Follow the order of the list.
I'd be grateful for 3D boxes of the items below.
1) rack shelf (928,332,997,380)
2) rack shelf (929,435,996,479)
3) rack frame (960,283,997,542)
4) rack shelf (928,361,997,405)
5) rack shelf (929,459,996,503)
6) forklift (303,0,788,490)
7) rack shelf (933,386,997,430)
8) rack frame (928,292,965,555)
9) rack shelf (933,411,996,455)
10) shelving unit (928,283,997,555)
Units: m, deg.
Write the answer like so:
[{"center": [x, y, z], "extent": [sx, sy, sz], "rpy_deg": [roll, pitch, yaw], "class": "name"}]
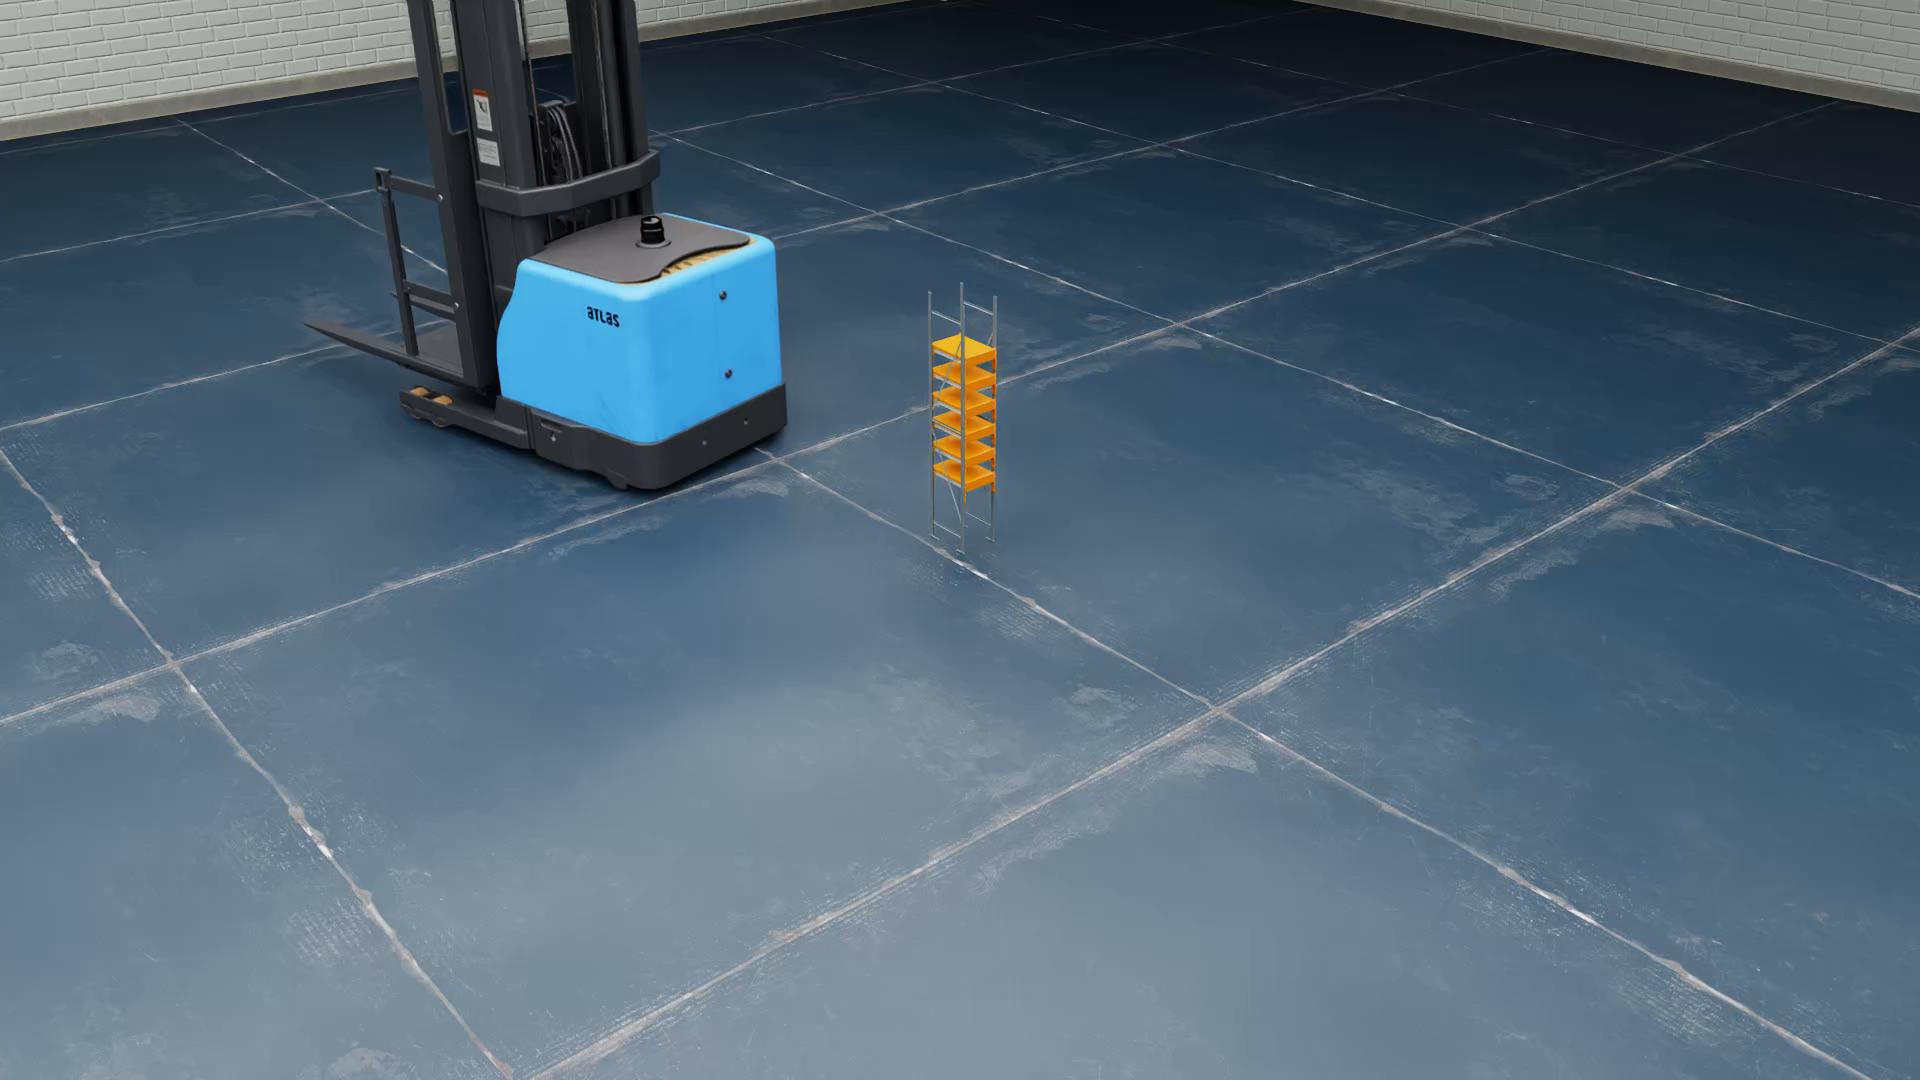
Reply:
[{"center": [0.011, -0.812, 7.327], "extent": [0.180, 0.103, 0.258], "rpy_deg": [-22, 35, -35], "class": "rack shelf"}, {"center": [0.011, -0.389, 7.553], "extent": [0.180, 0.103, 0.258], "rpy_deg": [-22, 35, -35], "class": "rack shelf"}, {"center": [0.081, -0.562, 7.528], "extent": [0.006, 1.200, 0.240], "rpy_deg": [-22, 35, -35], "class": "rack frame"}, {"center": [0.011, -0.706, 7.383], "extent": [0.180, 0.103, 0.258], "rpy_deg": [-22, 35, -35], "class": "rack shelf"}, {"center": [0.011, -0.283, 7.610], "extent": [0.180, 0.103, 0.258], "rpy_deg": [-22, 35, -35], "class": "rack shelf"}, {"center": [-2.398, -2.073, 8.520], "extent": [3.031, 2.935, 1.130], "rpy_deg": [19, 33, 31], "class": "forklift"}, {"center": [0.011, -0.600, 7.440], "extent": [0.180, 0.103, 0.258], "rpy_deg": [-22, 35, -35], "class": "rack shelf"}, {"center": [-0.059, -0.506, 7.423], "extent": [0.006, 1.200, 0.240], "rpy_deg": [-22, 35, -35], "class": "rack frame"}, {"center": [0.011, -0.494, 7.496], "extent": [0.180, 0.103, 0.258], "rpy_deg": [-22, 35, -35], "class": "rack shelf"}, {"center": [0.011, -0.534, 7.475], "extent": [0.189, 1.200, 0.258], "rpy_deg": [-22, 35, -35], "class": "shelving unit"}]
